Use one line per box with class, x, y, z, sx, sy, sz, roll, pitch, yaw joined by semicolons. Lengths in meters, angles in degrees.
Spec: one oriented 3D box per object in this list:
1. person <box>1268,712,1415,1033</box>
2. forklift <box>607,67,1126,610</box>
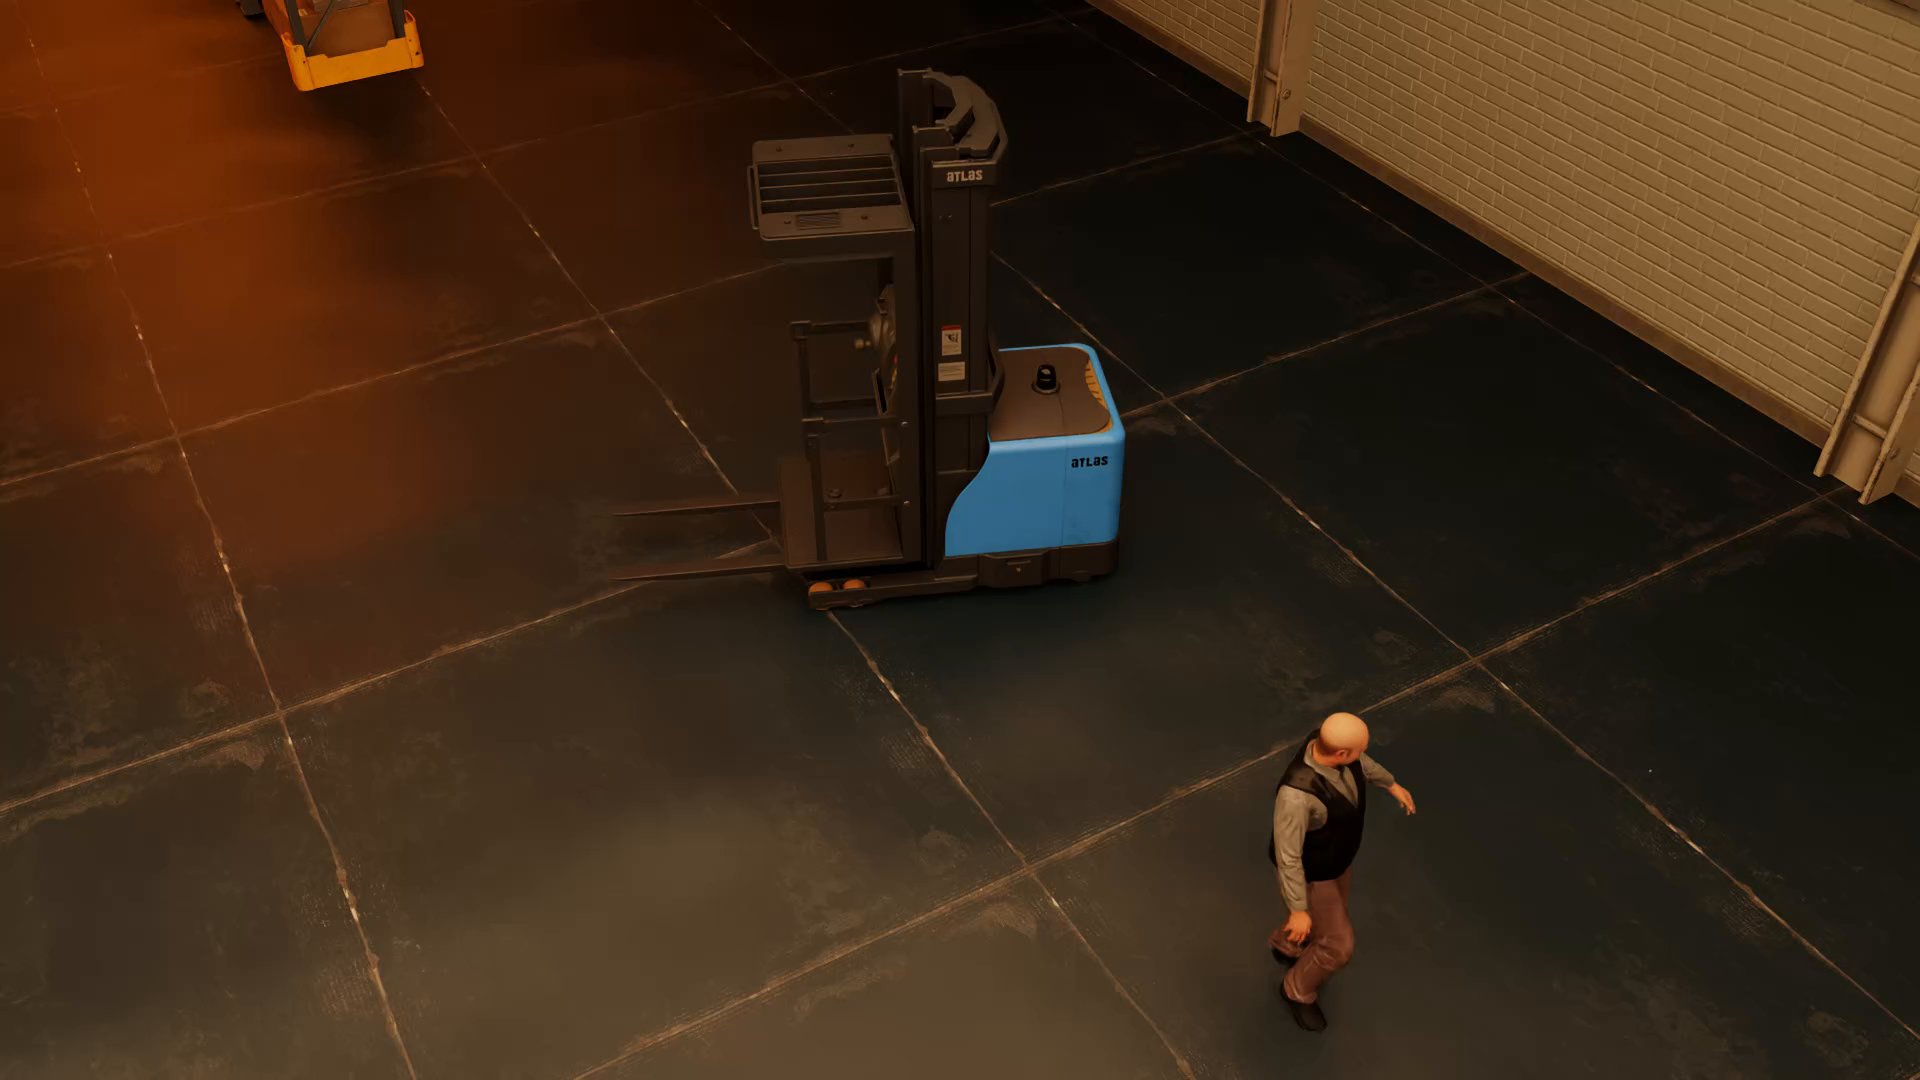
person;1.621;1.420;7.325;0.493;1.739;0.889;24;46;27
forklift;-0.604;-1.075;9.332;3.031;2.935;1.130;-5;40;-6
